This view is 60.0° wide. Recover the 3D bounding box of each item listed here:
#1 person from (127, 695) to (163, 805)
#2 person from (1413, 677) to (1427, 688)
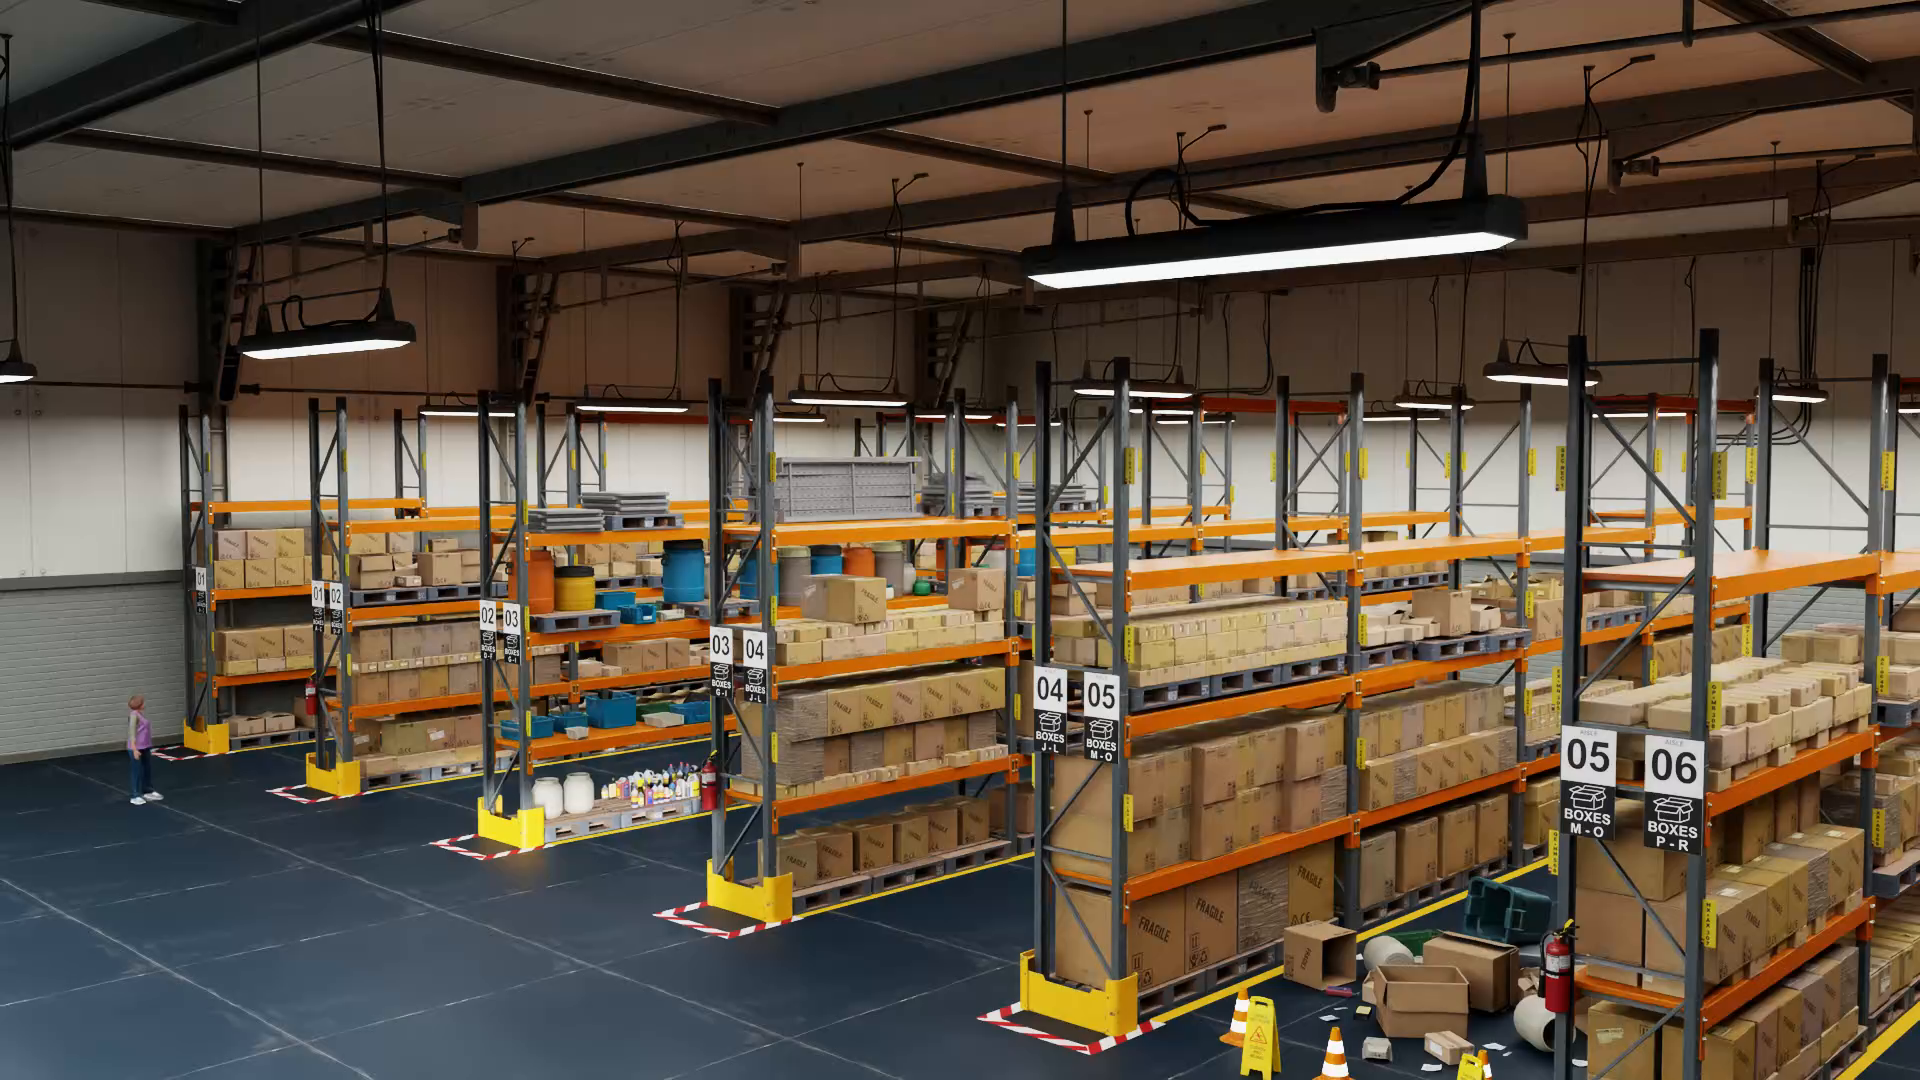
[{"bbox_3d":[-12.082,3.091,24.563,0.354,1.587,0.550,0,3,3],"label":"person"},{"bbox_3d":[6.998,2.970,25.560,0.519,1.740,0.554,0,3,9],"label":"person"}]
